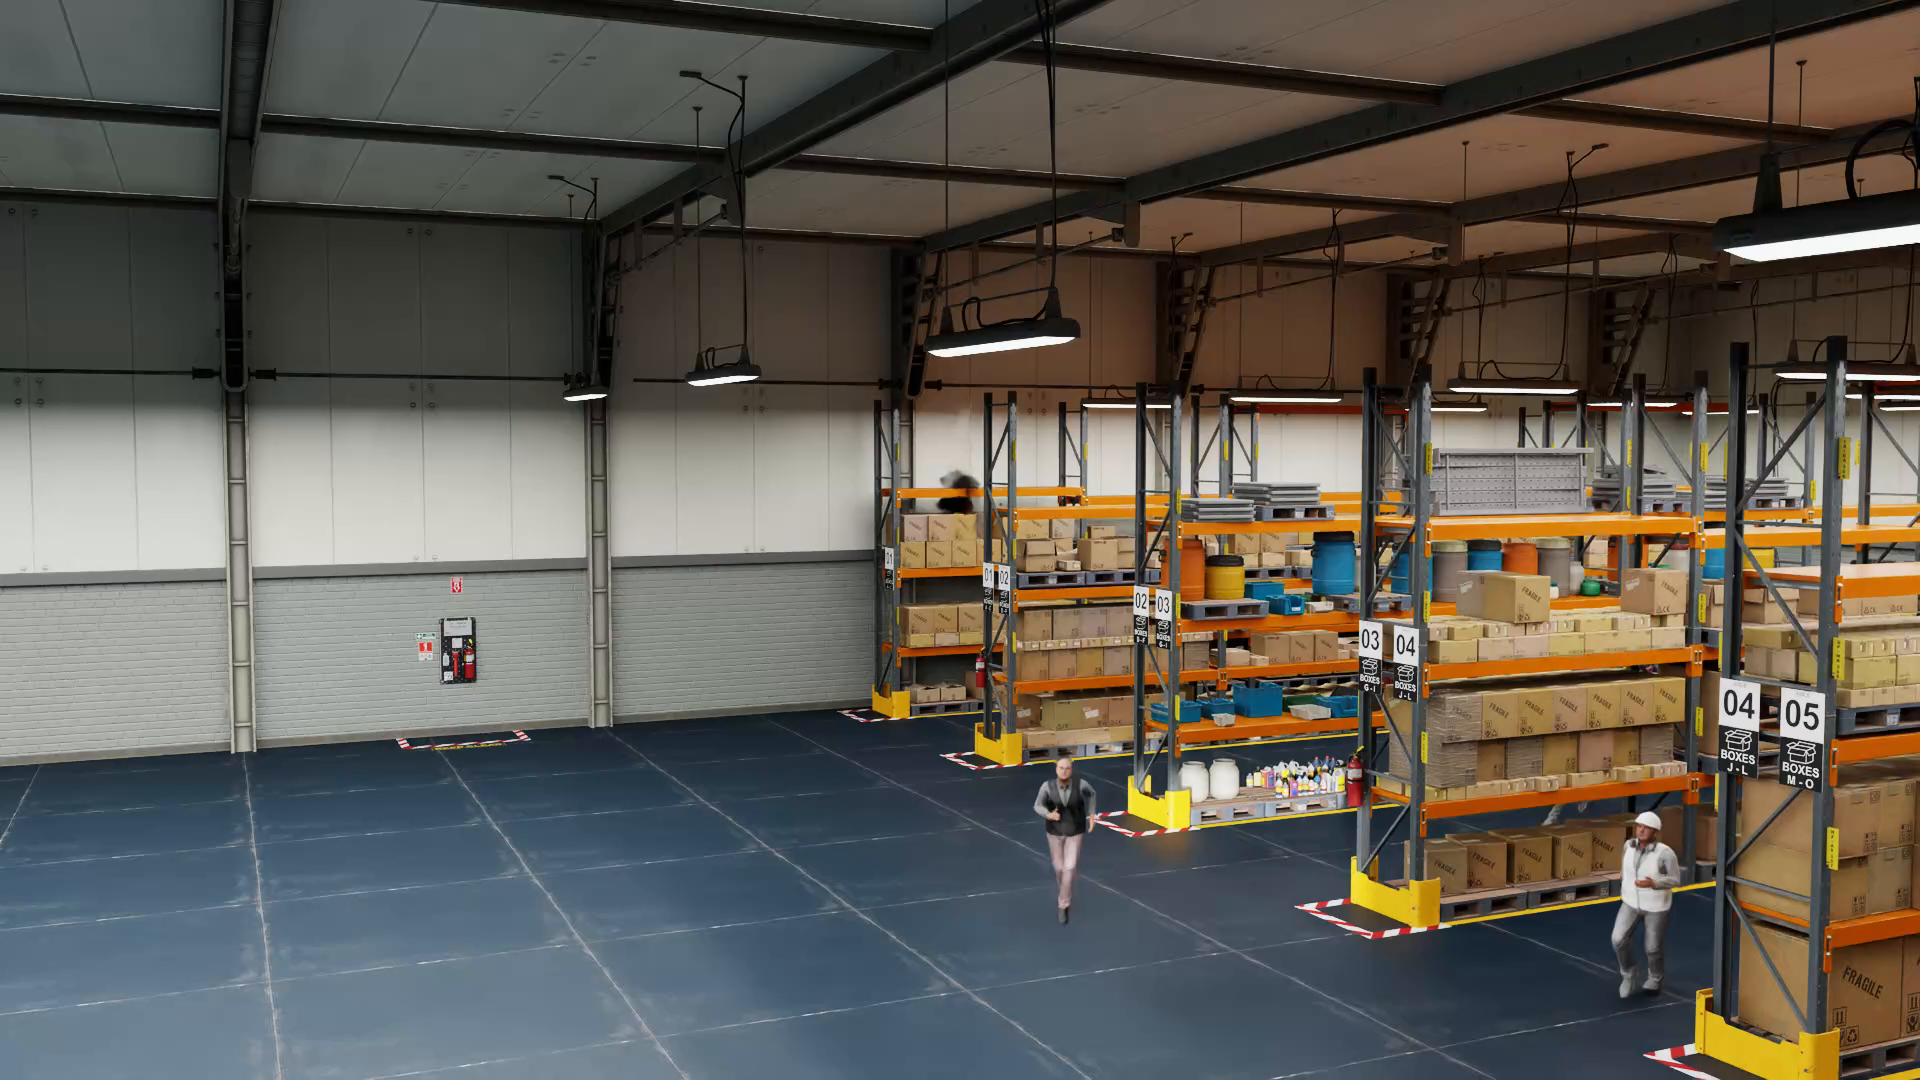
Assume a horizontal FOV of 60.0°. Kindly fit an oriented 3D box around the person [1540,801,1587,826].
[{"bbox_3d":[8.249,3.025,22.520,0.920,1.682,0.639,-2,4,-32],"label":"person"}]

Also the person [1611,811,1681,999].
[{"bbox_3d":[6.369,3.390,15.425,0.645,1.774,0.757,3,5,44],"label":"person"}]

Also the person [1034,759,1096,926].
[{"bbox_3d":[1.149,3.247,18.230,0.678,1.752,0.981,0,3,6],"label":"person"}]
